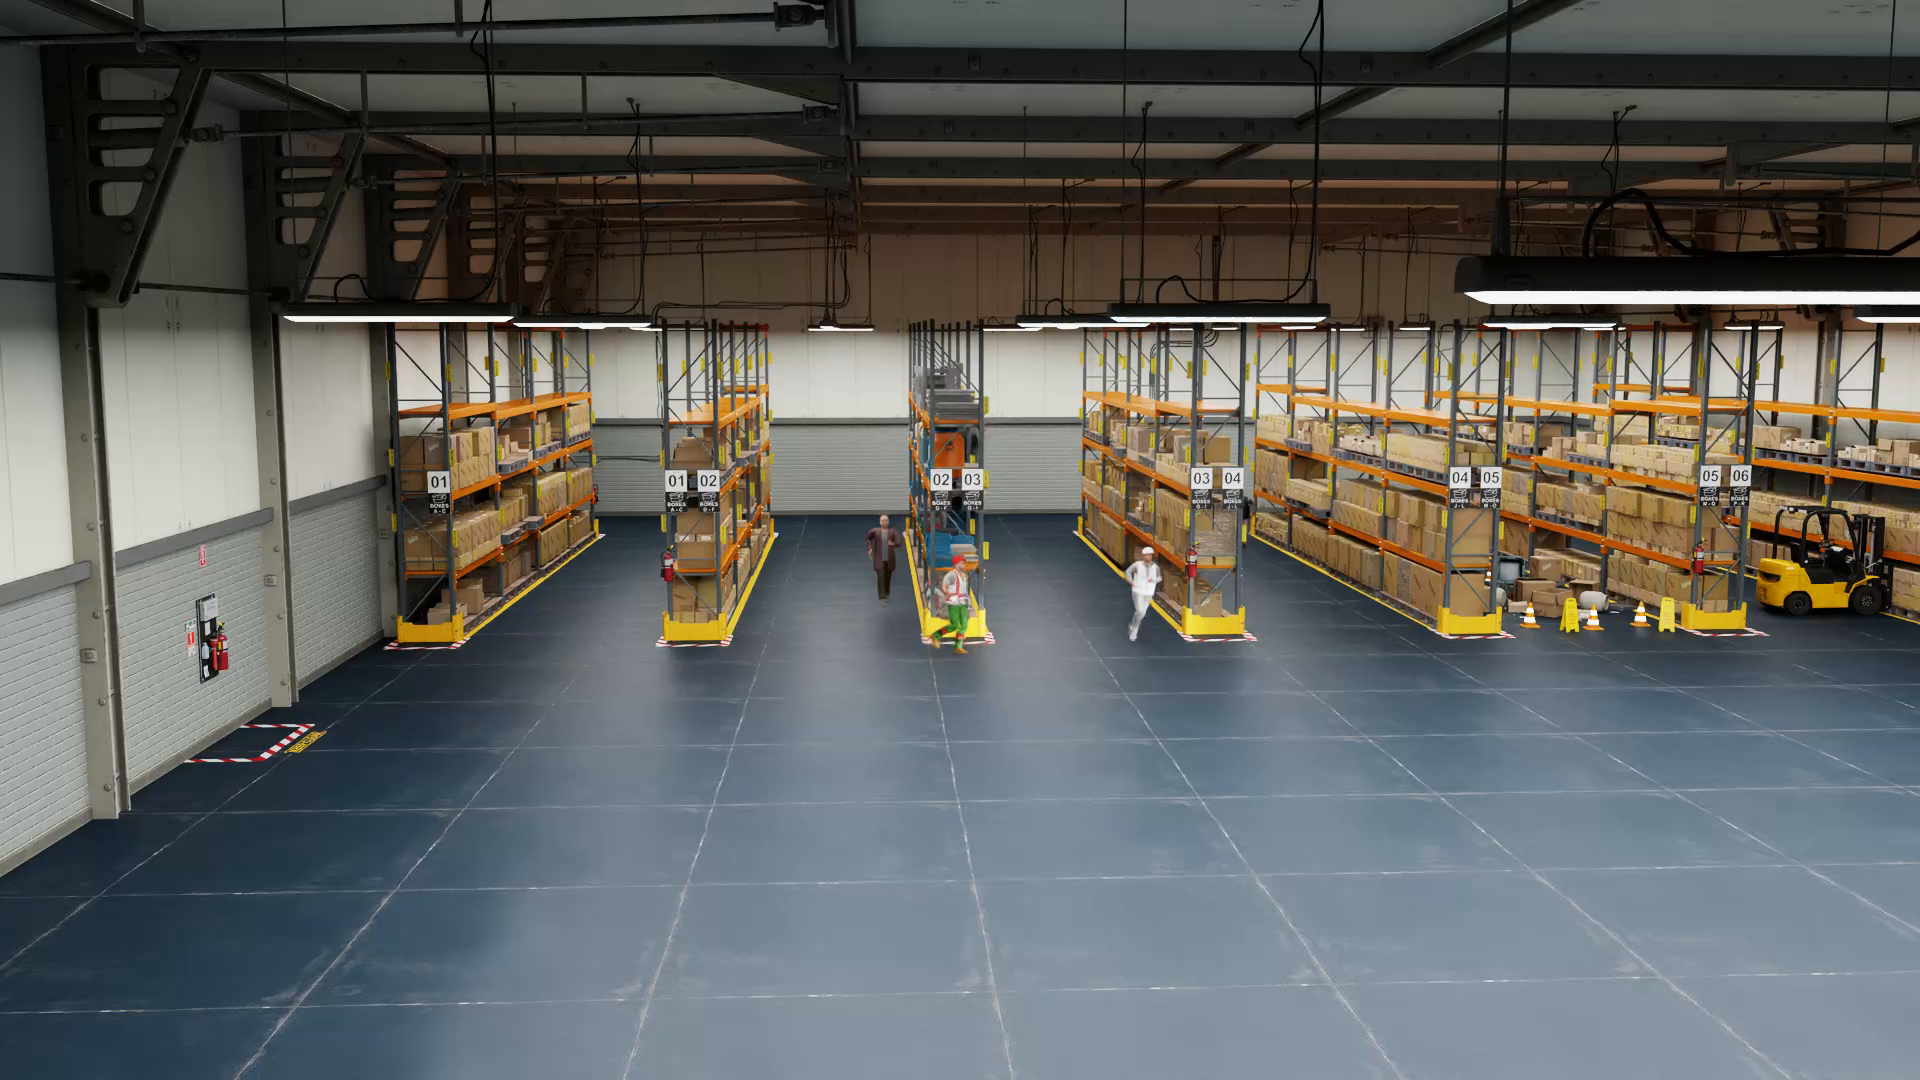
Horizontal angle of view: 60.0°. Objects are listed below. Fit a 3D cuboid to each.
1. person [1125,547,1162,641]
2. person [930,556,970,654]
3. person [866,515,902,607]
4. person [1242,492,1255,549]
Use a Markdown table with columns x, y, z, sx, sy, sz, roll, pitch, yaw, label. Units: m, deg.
| x | y | z | sx | sy | sz | roll | pitch | yaw | label |
| --- | --- | --- | --- | --- | --- | --- | --- | --- | --- |
| 3.459 | 1.008 | 31.409 | 0.671 | 1.775 | 0.707 | -2 | 7 | -18 | person |
| -0.093 | 1.148 | 30.086 | 0.735 | 1.745 | 0.722 | 4 | 8 | 29 | person |
| -1.513 | 0.412 | 33.371 | 0.691 | 1.820 | 0.974 | -1 | 7 | -10 | person |
| 7.442 | -0.548 | 43.885 | 0.674 | 1.670 | 0.789 | 1 | 7 | 6 | person |
